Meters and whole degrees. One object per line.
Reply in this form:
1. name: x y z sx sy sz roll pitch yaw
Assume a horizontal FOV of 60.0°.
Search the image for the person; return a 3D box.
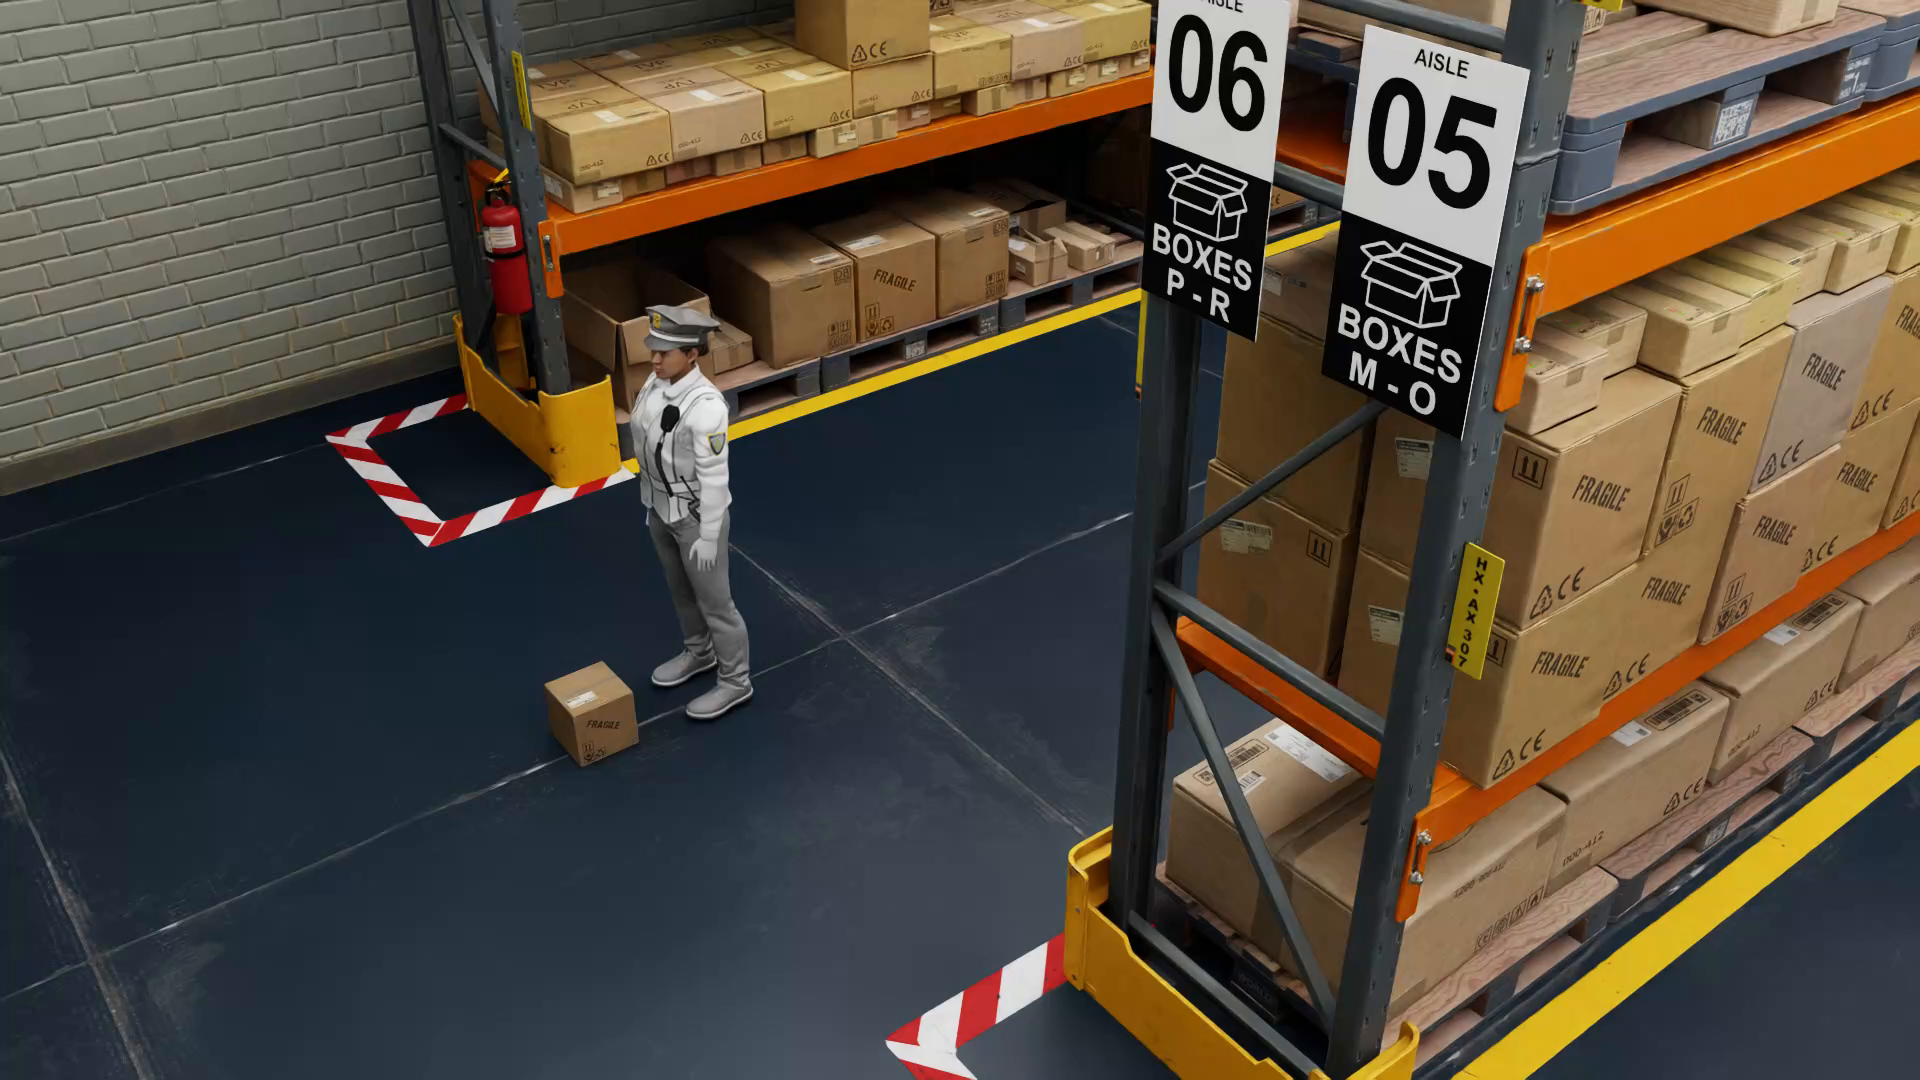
1. person: -1.018 -0.104 6.255 0.345 1.687 0.479 -22 39 -31
